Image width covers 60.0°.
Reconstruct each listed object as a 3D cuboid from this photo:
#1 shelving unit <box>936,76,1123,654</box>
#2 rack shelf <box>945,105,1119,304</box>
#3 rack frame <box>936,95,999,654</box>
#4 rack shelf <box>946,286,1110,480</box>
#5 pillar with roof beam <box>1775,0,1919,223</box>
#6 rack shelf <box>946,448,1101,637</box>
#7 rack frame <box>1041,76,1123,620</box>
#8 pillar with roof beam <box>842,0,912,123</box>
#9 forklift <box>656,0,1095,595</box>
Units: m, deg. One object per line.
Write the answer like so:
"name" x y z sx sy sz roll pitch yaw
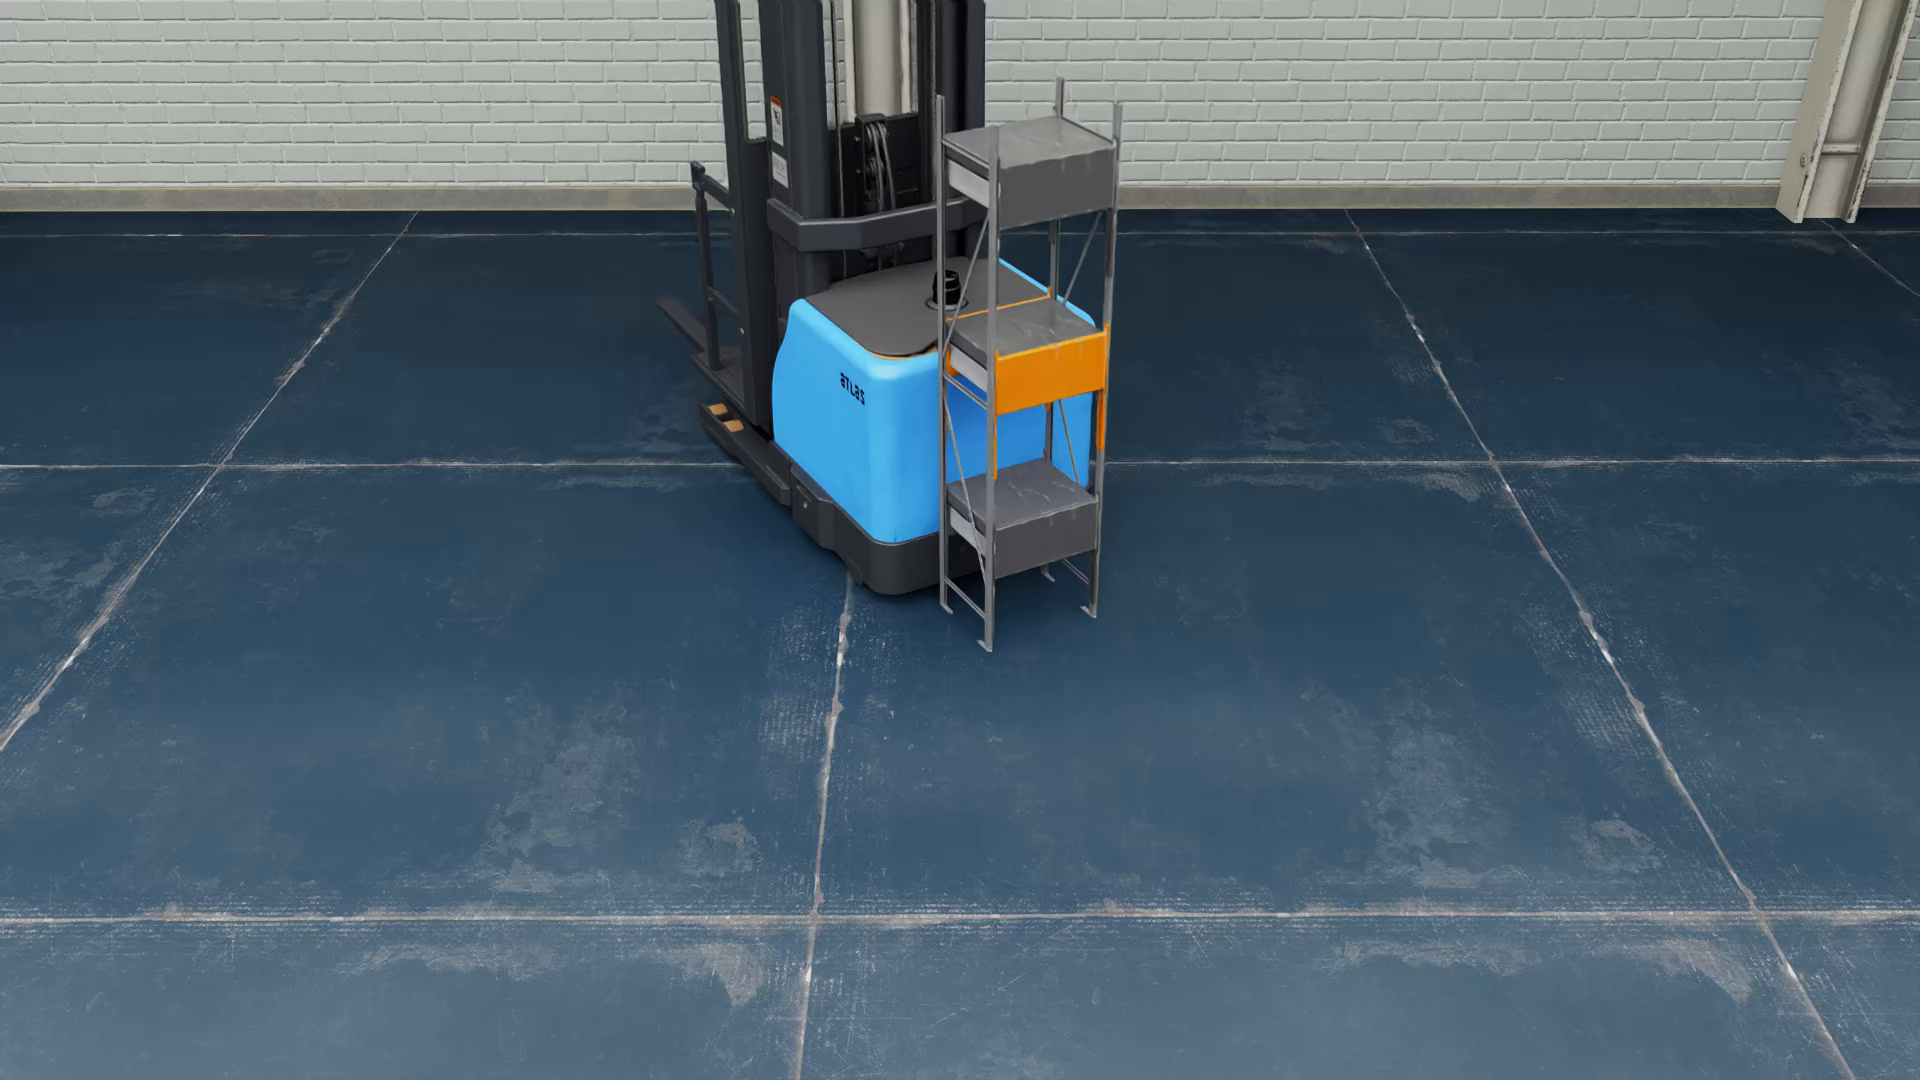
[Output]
"shelving unit" 0.235 -0.606 6.224 0.503 2.100 0.431 -16 35 -25
"rack shelf" 0.235 -1.192 5.868 0.480 0.518 0.431 -16 35 -25
"rack frame" 0.022 -0.543 6.121 0.015 2.100 0.400 -16 35 -25
"rack shelf" 0.235 -0.594 6.231 0.480 0.518 0.431 -16 35 -25
"pillar with roof beam" 5.525 -3.712 4.693 0.400 9.000 9.100 0 31 0
"rack shelf" 0.235 0.004 6.594 0.480 0.518 0.431 -16 35 -25
"rack frame" 0.447 -0.668 6.327 0.015 2.100 0.400 -16 35 -25
"pillar with roof beam" -0.475 -3.694 4.663 0.400 9.000 9.100 0 31 0
"forklift" -0.602 -1.765 7.333 1.130 2.935 3.031 -16 35 -25
